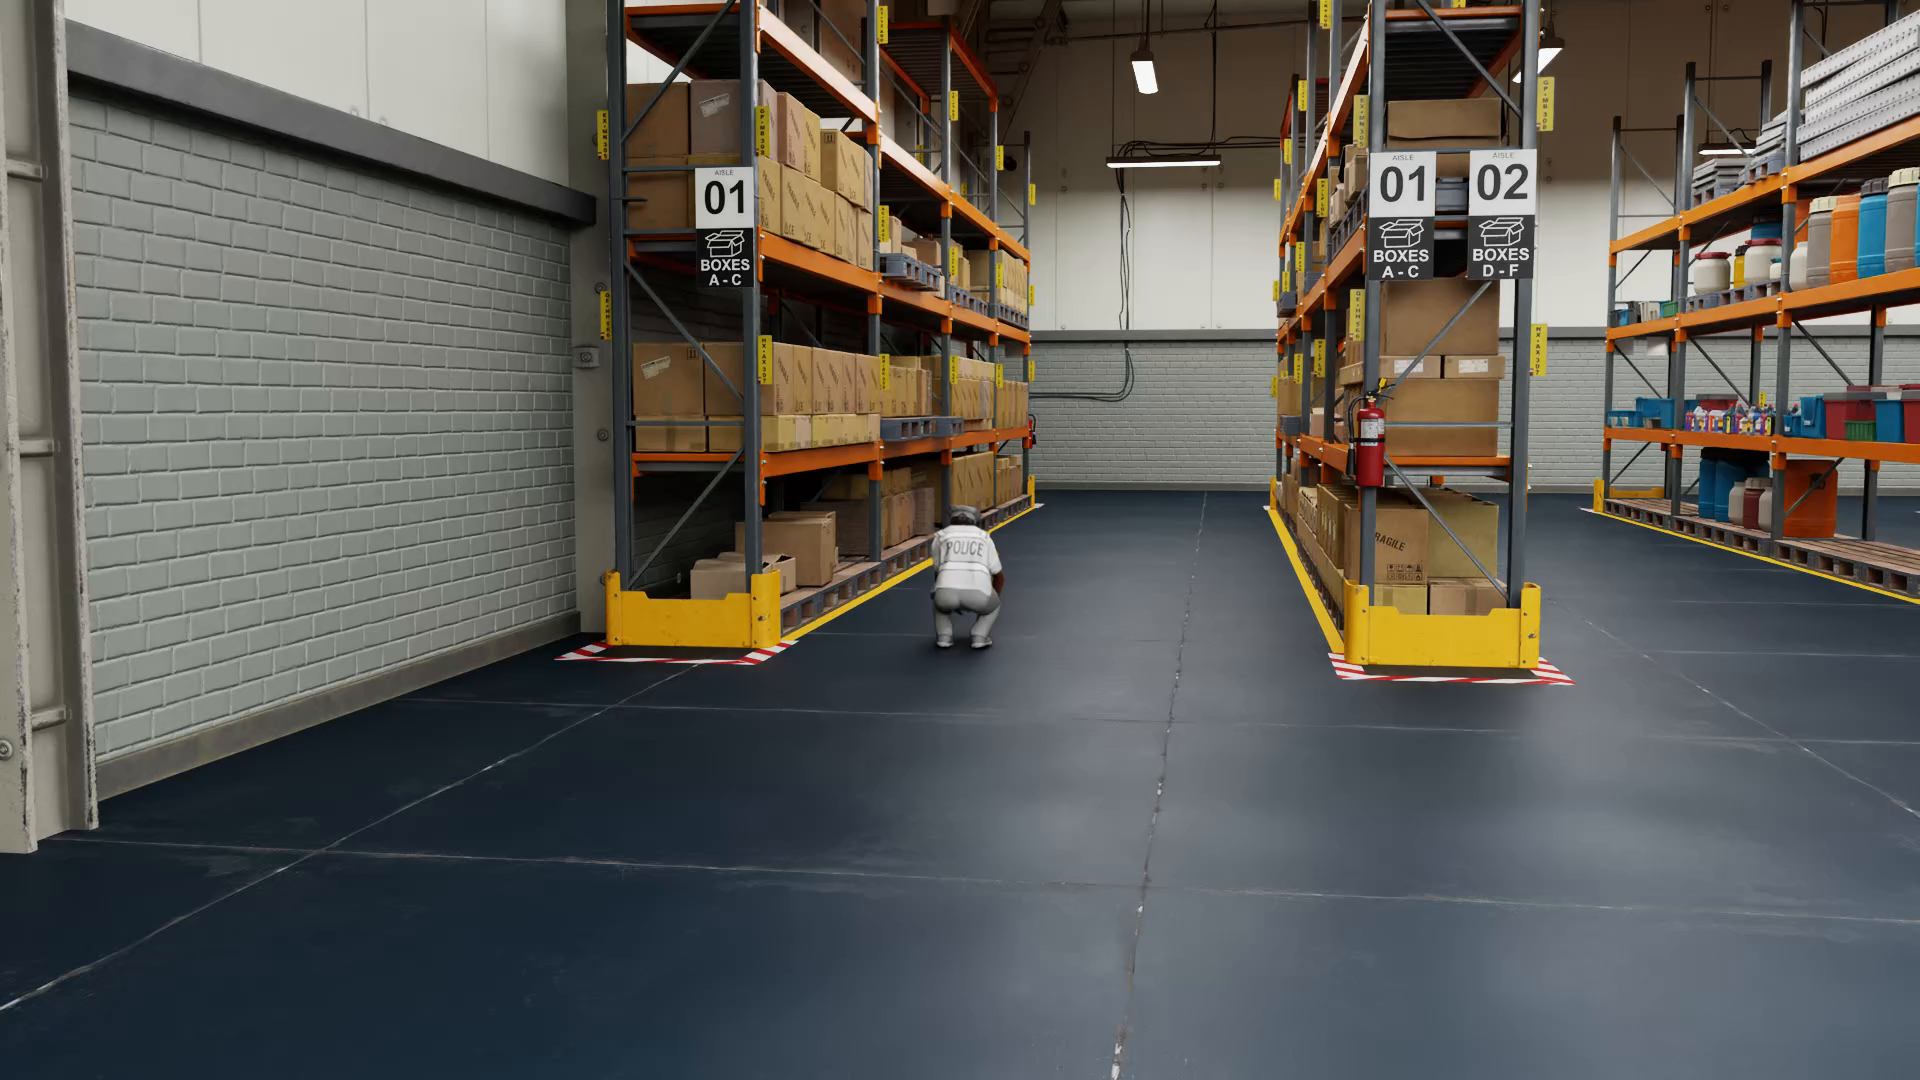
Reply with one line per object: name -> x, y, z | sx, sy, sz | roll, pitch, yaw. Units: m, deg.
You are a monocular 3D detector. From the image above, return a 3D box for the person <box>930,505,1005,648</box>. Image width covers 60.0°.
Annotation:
person -> 0.039, 0.245, 11.406 | 0.496, 0.950, 0.853 | 1, 5, 9
